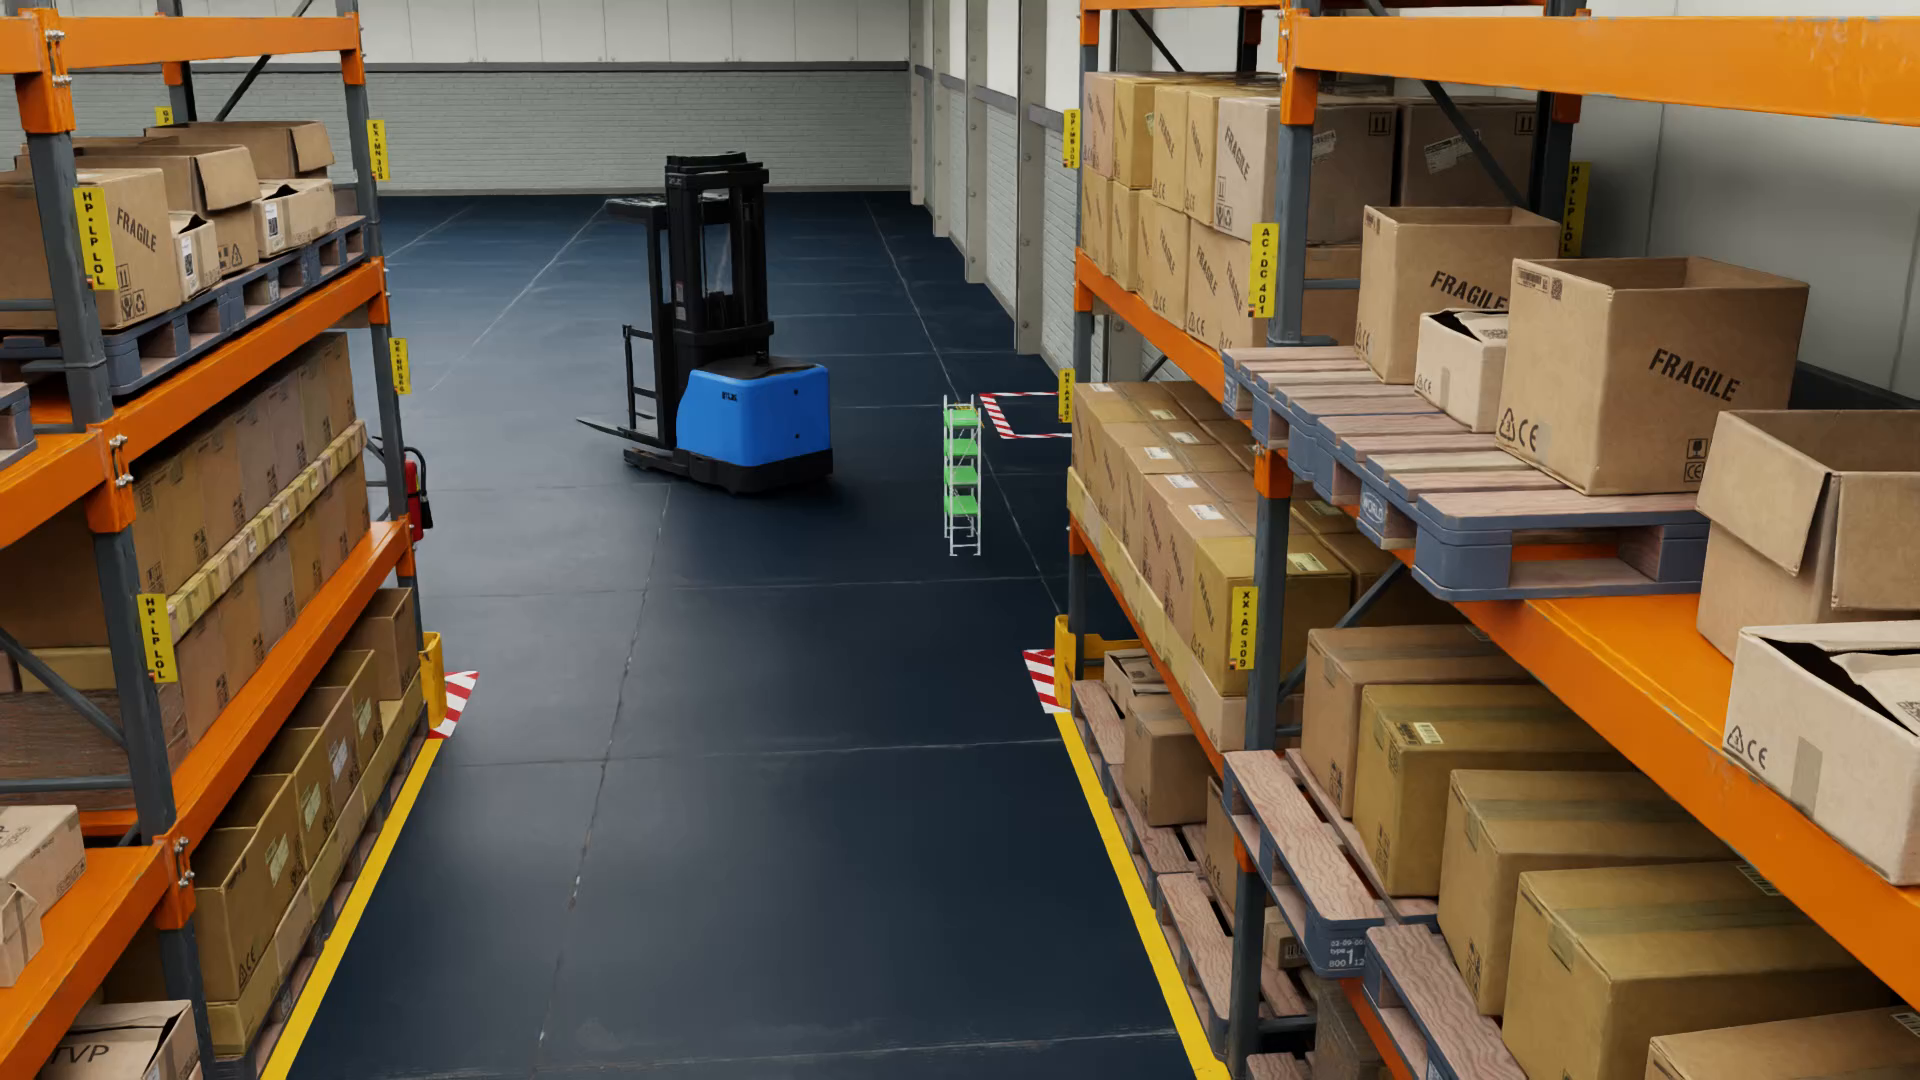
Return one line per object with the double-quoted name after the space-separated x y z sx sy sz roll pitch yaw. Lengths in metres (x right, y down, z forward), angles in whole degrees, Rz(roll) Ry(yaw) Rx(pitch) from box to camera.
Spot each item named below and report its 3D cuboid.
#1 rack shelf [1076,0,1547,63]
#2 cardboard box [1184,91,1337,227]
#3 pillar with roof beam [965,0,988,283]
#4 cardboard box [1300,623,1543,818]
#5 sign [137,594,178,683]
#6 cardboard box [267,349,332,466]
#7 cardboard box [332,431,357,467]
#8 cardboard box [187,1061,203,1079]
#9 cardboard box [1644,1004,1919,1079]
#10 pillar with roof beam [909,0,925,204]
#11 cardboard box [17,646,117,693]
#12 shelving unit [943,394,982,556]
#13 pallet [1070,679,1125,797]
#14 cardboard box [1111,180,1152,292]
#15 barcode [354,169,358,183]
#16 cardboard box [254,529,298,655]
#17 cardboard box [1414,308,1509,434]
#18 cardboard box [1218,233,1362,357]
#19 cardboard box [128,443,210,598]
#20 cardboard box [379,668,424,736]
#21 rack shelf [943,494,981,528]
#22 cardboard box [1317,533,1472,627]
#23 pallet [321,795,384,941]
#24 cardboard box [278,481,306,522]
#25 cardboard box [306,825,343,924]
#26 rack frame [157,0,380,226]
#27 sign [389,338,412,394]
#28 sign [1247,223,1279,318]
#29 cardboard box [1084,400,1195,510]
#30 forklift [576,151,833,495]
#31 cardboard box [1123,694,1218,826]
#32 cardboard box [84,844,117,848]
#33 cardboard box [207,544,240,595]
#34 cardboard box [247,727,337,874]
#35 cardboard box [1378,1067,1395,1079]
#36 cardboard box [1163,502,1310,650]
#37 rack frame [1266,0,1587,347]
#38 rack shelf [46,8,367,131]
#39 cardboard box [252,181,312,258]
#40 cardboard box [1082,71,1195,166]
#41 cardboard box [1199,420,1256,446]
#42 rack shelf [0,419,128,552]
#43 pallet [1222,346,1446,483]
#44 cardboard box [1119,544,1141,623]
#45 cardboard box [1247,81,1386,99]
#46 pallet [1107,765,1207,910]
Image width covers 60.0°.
1.390 -2.391 7.476 1.077 0.370 4.000 -2 18 -6 "rack shelf"
1.207 -1.548 6.722 0.500 0.500 0.500 -1 17 -3 "cardboard box"
-4.023 -8.380 25.345 9.100 9.000 0.400 -2 18 -6 "pillar with roof beam"
1.615 0.617 5.801 0.700 0.500 0.500 -2 18 -5 "cardboard box"
-2.792 0.342 5.778 0.100 0.325 0.005 -2 18 -6 "sign"
-3.643 -0.670 8.471 0.700 0.500 0.500 -2 18 -7 "cardboard box"
-3.486 -0.486 8.969 0.380 0.149 0.250 -1 17 -4 "cardboard box"
-3.000 2.103 5.861 0.500 0.250 0.500 -2 18 -6 "cardboard box"
1.866 1.351 3.464 0.700 0.500 0.500 -3 18 -11 "cardboard box"
-5.260 -11.955 36.733 9.100 9.000 0.400 -2 18 -6 "pillar with roof beam"
-3.166 0.433 6.039 0.380 0.149 0.250 -2 18 -6 "cardboard box"
0.017 -0.523 13.340 0.258 1.200 0.503 -2 18 -6 "shelving unit"
1.240 1.127 9.735 1.003 0.211 1.213 -2 18 -6 "pallet"
1.047 -1.535 8.350 0.500 0.500 0.500 -1 17 -3 "cardboard box"
-3.233 -1.948 8.898 0.001 0.075 0.075 -2 18 -6 "barcode"
-3.546 0.238 7.745 0.700 0.500 0.500 -1 17 -4 "cardboard box"
1.636 -0.518 4.758 0.500 0.311 0.500 -1 17 -4 "cardboard box"
1.298 -0.910 6.358 0.500 0.500 0.500 -1 17 -4 "cardboard box"
-3.436 -0.073 6.568 0.700 0.500 0.500 -2 18 -6 "cardboard box"
-3.394 0.947 9.542 0.500 0.250 0.500 -2 18 -6 "cardboard box"
0.017 -0.233 13.431 0.258 0.148 0.480 -2 18 -6 "rack shelf"
1.755 0.280 6.742 0.500 0.500 0.500 -2 18 -7 "cardboard box"
-3.500 1.604 8.214 1.003 0.211 1.213 -2 18 -6 "pallet"
-3.380 -0.179 7.989 0.380 0.149 0.250 -1 17 -4 "cardboard box"
-3.170 1.542 7.646 0.500 0.250 0.500 -2 18 -6 "cardboard box"
-3.743 -3.177 8.775 1.000 3.000 0.127 -2 18 -6 "rack frame"
-3.202 -0.993 9.505 0.100 0.325 0.005 -2 18 -6 "sign"
1.057 -0.936 5.781 0.100 0.325 0.005 -2 18 -6 "sign"
0.975 -0.466 9.119 0.500 0.500 0.500 -2 18 -5 "cardboard box"
-2.578 -2.164 15.677 3.031 2.935 1.130 17 24 42 "forklift"
1.250 1.112 8.565 0.700 0.500 0.500 -3 18 -9 "cardboard box"
-3.636 1.350 7.008 0.500 0.500 0.500 -2 18 -6 "cardboard box"
-3.272 0.129 7.009 0.380 0.149 0.250 -2 18 -7 "cardboard box"
-3.171 1.185 7.534 0.500 0.500 0.500 -2 18 -6 "cardboard box"
1.792 2.076 5.494 0.700 0.500 0.500 -2 18 -7 "cardboard box"
1.182 0.147 7.167 0.500 0.500 0.500 -2 18 -6 "cardboard box"
1.596 -2.140 5.470 1.000 3.000 0.127 -2 18 -6 "rack frame"
-3.537 -2.048 7.044 1.077 0.370 4.000 -2 18 -6 "rack shelf"
-3.305 -1.470 7.559 0.500 0.311 0.500 0 17 1 "cardboard box"
0.982 -2.312 9.158 0.500 0.500 0.500 -3 18 -10 "cardboard box"
1.543 -0.327 8.676 0.500 0.500 0.500 -2 18 -7 "cardboard box"
-3.125 0.385 3.638 1.077 0.370 4.000 -2 18 -6 "rack shelf"
1.554 -0.432 5.351 1.213 0.211 1.003 -2 18 -6 "pallet"
1.082 0.205 8.234 0.500 0.250 0.500 -2 18 -5 "cardboard box"
1.628 -1.855 7.699 0.500 0.500 0.500 -2 18 -6 "cardboard box"
1.363 1.489 8.580 1.003 0.211 1.213 -2 18 -6 "pallet"
